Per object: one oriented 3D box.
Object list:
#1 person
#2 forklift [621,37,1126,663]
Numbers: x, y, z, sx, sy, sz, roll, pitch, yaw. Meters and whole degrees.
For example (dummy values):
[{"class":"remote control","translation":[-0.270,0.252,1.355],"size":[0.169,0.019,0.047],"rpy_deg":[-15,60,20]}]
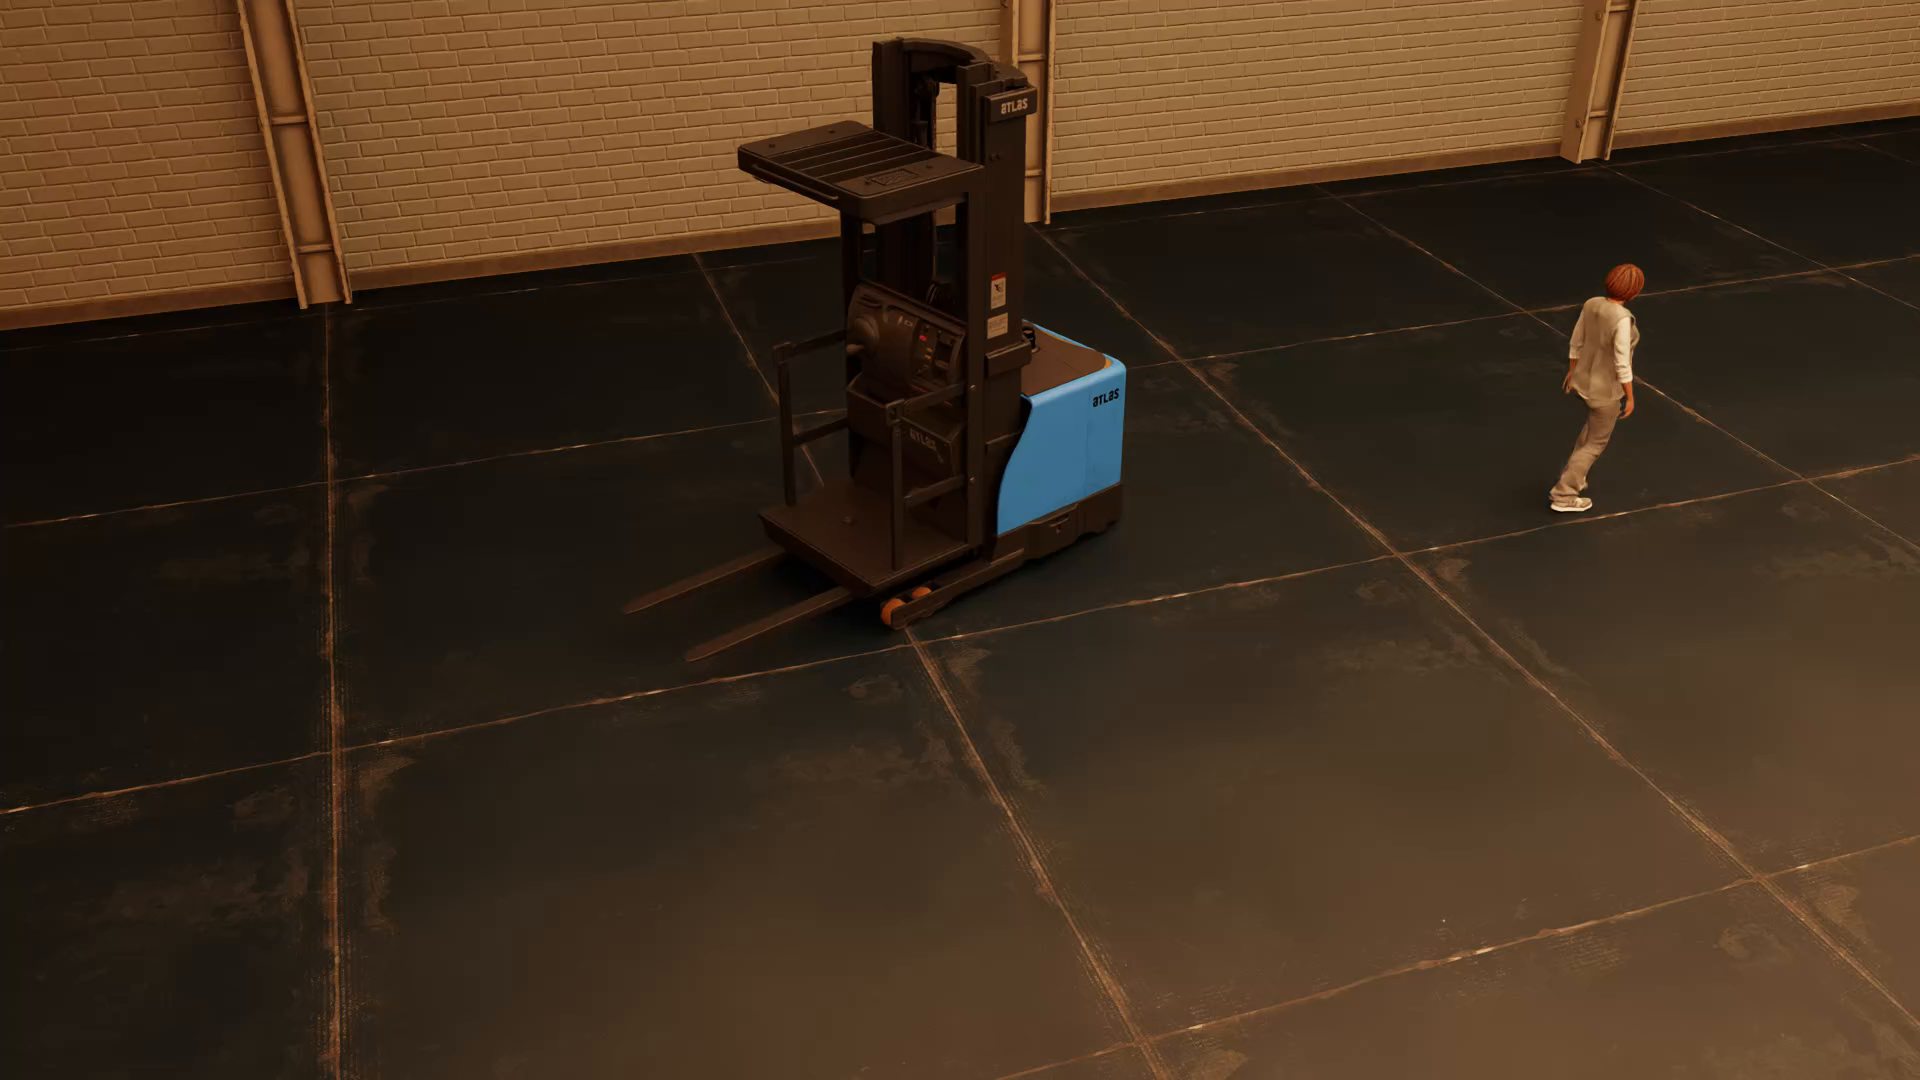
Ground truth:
[{"class":"person","translation":[3.865,-0.891,10.048],"size":[0.459,1.628,0.510],"rpy_deg":[-8,31,-13]},{"class":"forklift","translation":[-0.461,-1.072,8.951],"size":[3.031,2.935,1.130],"rpy_deg":[-23,37,-34]}]
